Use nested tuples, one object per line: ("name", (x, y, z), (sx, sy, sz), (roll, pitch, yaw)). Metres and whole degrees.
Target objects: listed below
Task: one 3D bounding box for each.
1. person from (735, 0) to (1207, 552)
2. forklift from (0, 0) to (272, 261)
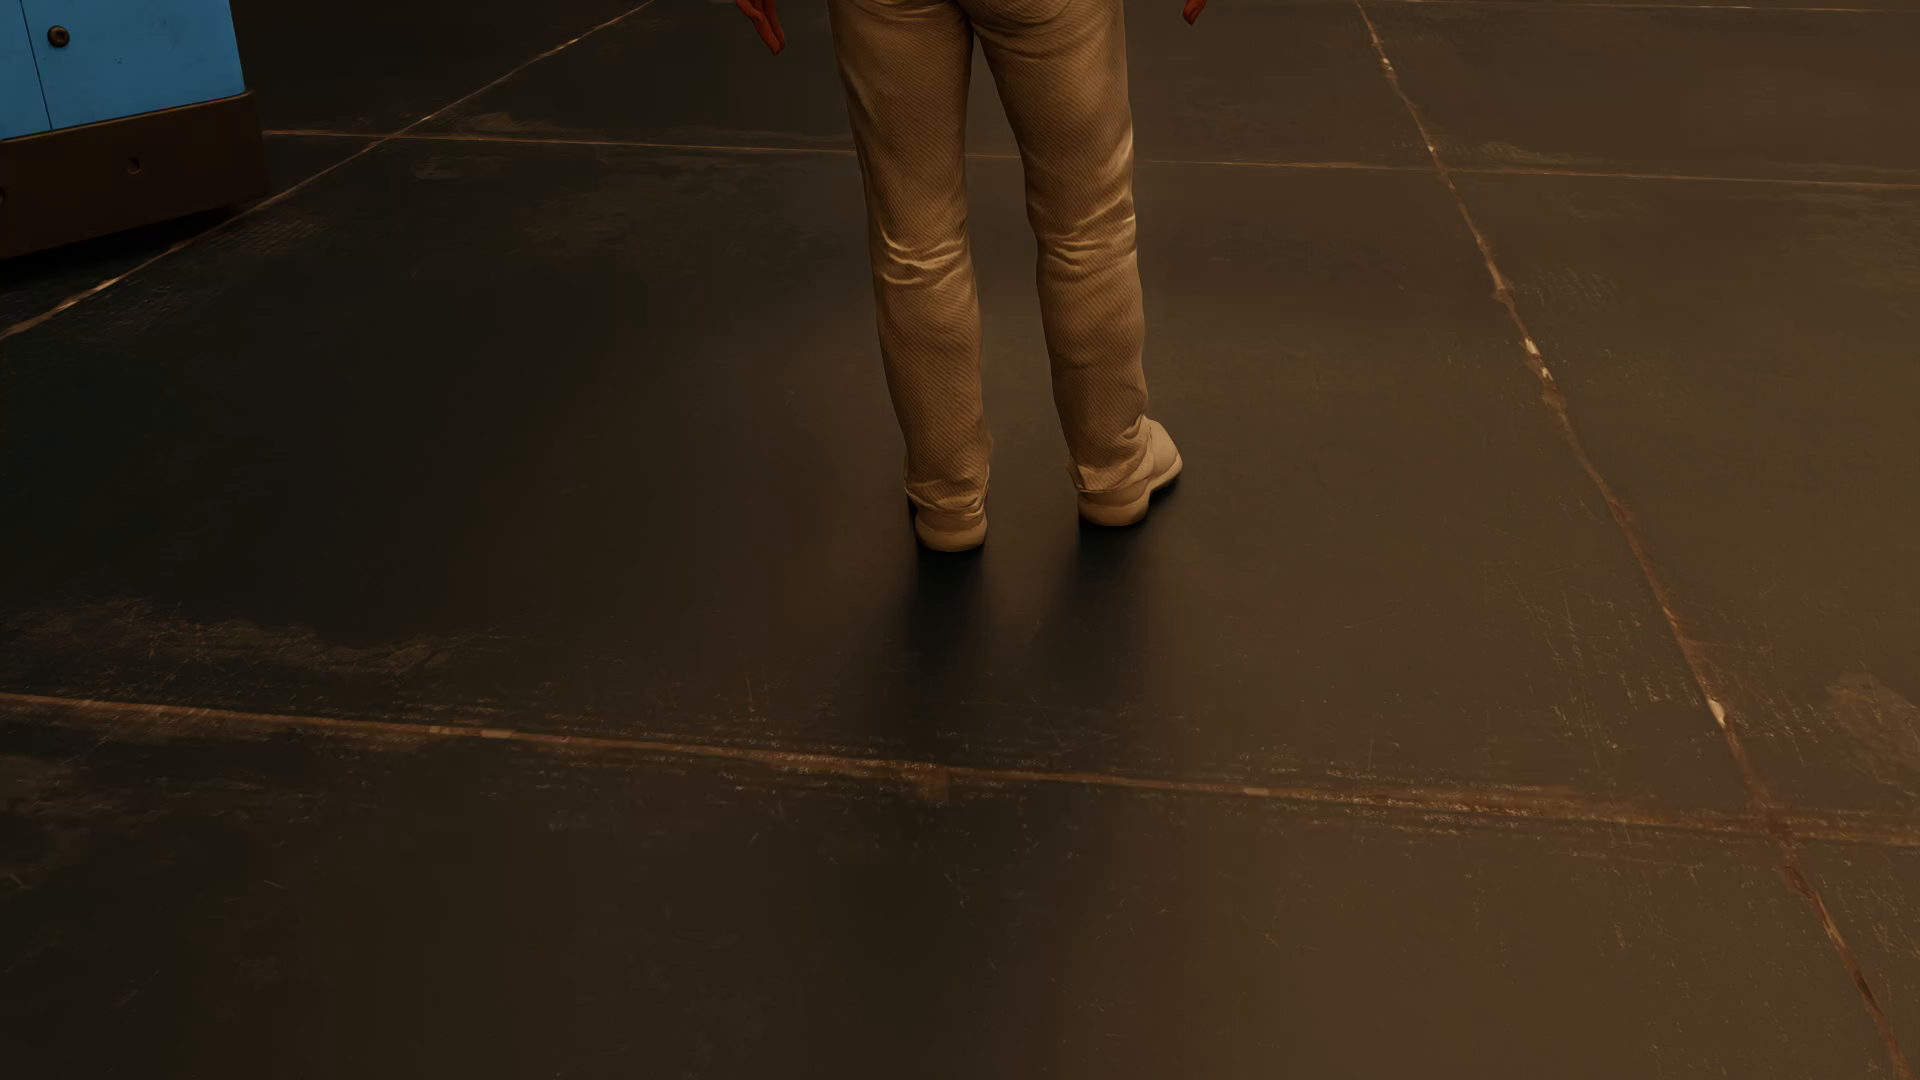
("person", (0.015, -0.827, 2.163), (0.666, 1.765, 0.577), (3, 27, 7))
("forklift", (-3.165, -2.294, 3.816), (3.031, 2.935, 1.130), (18, 31, 31))
